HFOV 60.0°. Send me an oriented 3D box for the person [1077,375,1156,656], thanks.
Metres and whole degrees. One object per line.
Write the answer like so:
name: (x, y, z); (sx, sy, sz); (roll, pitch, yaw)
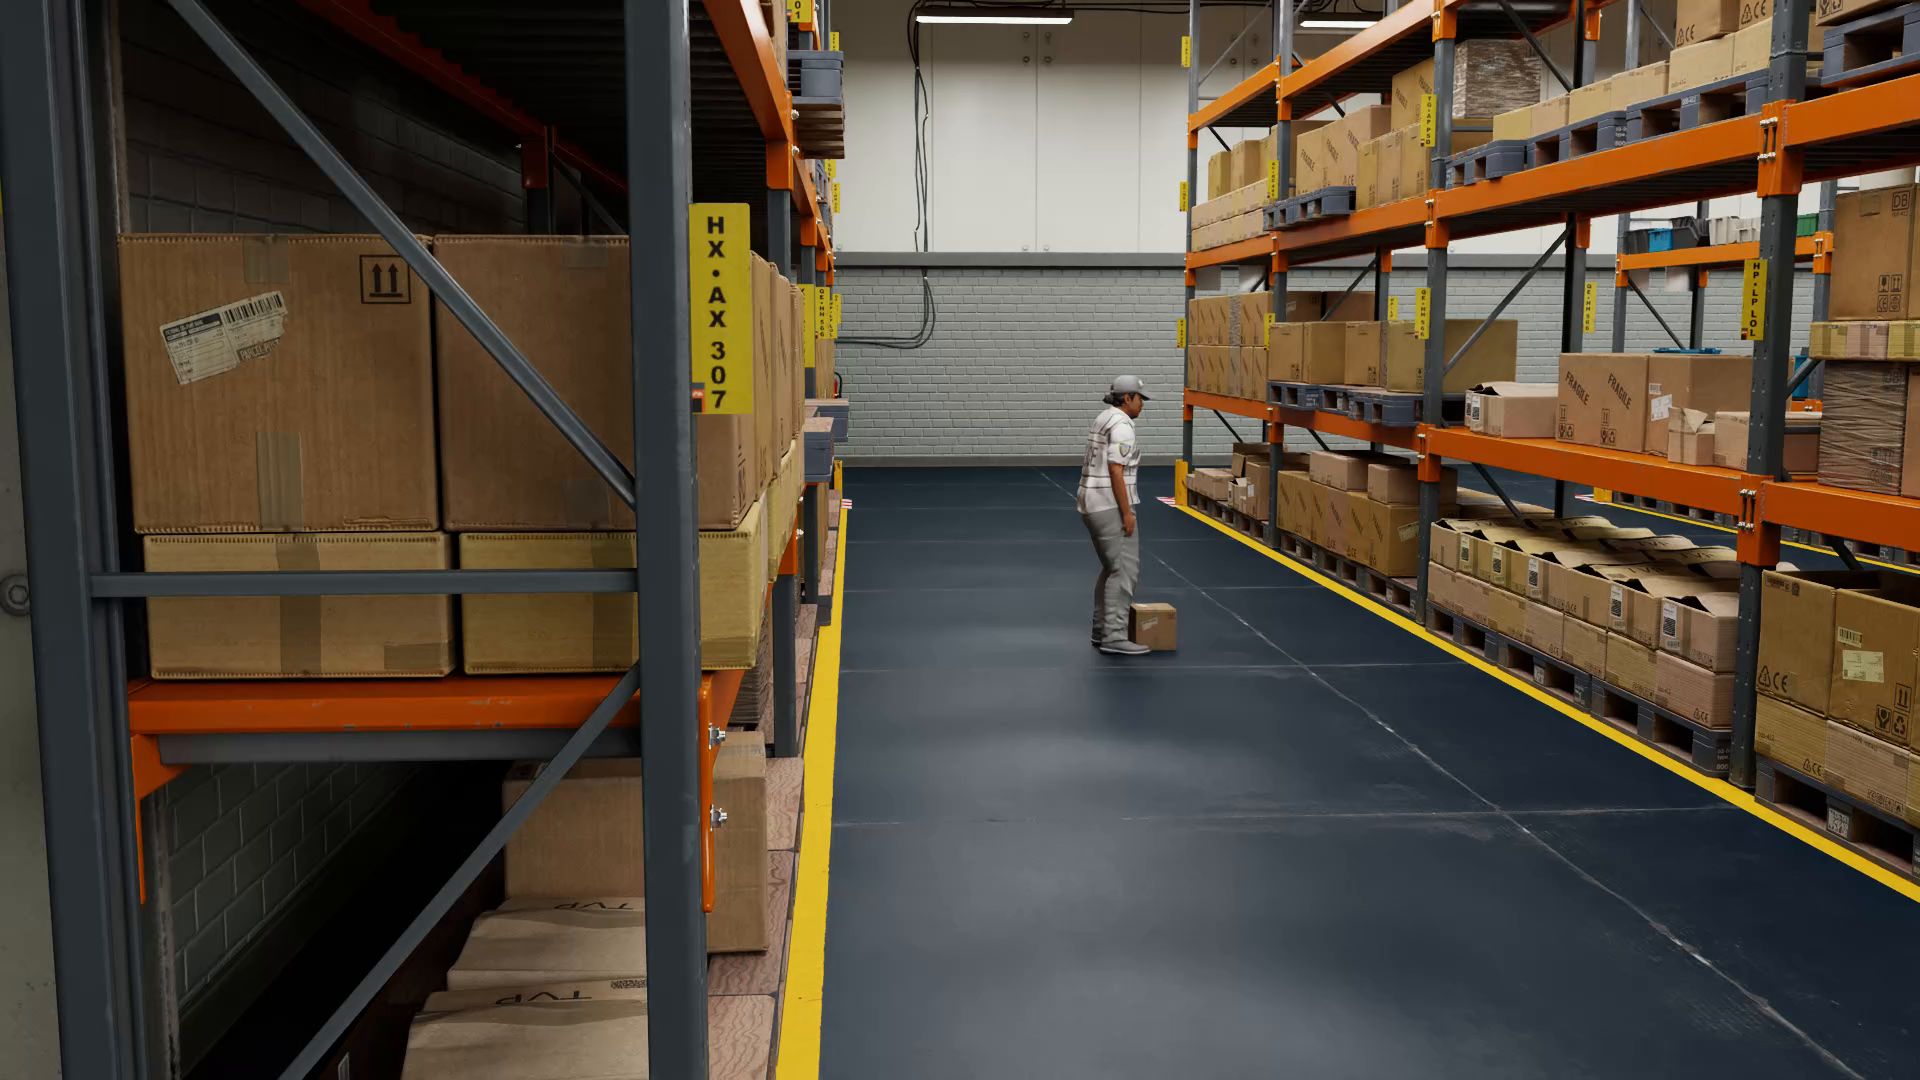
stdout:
person: (0.959, -0.166, 10.084); (0.467, 1.665, 0.556); (-1, 7, -7)
